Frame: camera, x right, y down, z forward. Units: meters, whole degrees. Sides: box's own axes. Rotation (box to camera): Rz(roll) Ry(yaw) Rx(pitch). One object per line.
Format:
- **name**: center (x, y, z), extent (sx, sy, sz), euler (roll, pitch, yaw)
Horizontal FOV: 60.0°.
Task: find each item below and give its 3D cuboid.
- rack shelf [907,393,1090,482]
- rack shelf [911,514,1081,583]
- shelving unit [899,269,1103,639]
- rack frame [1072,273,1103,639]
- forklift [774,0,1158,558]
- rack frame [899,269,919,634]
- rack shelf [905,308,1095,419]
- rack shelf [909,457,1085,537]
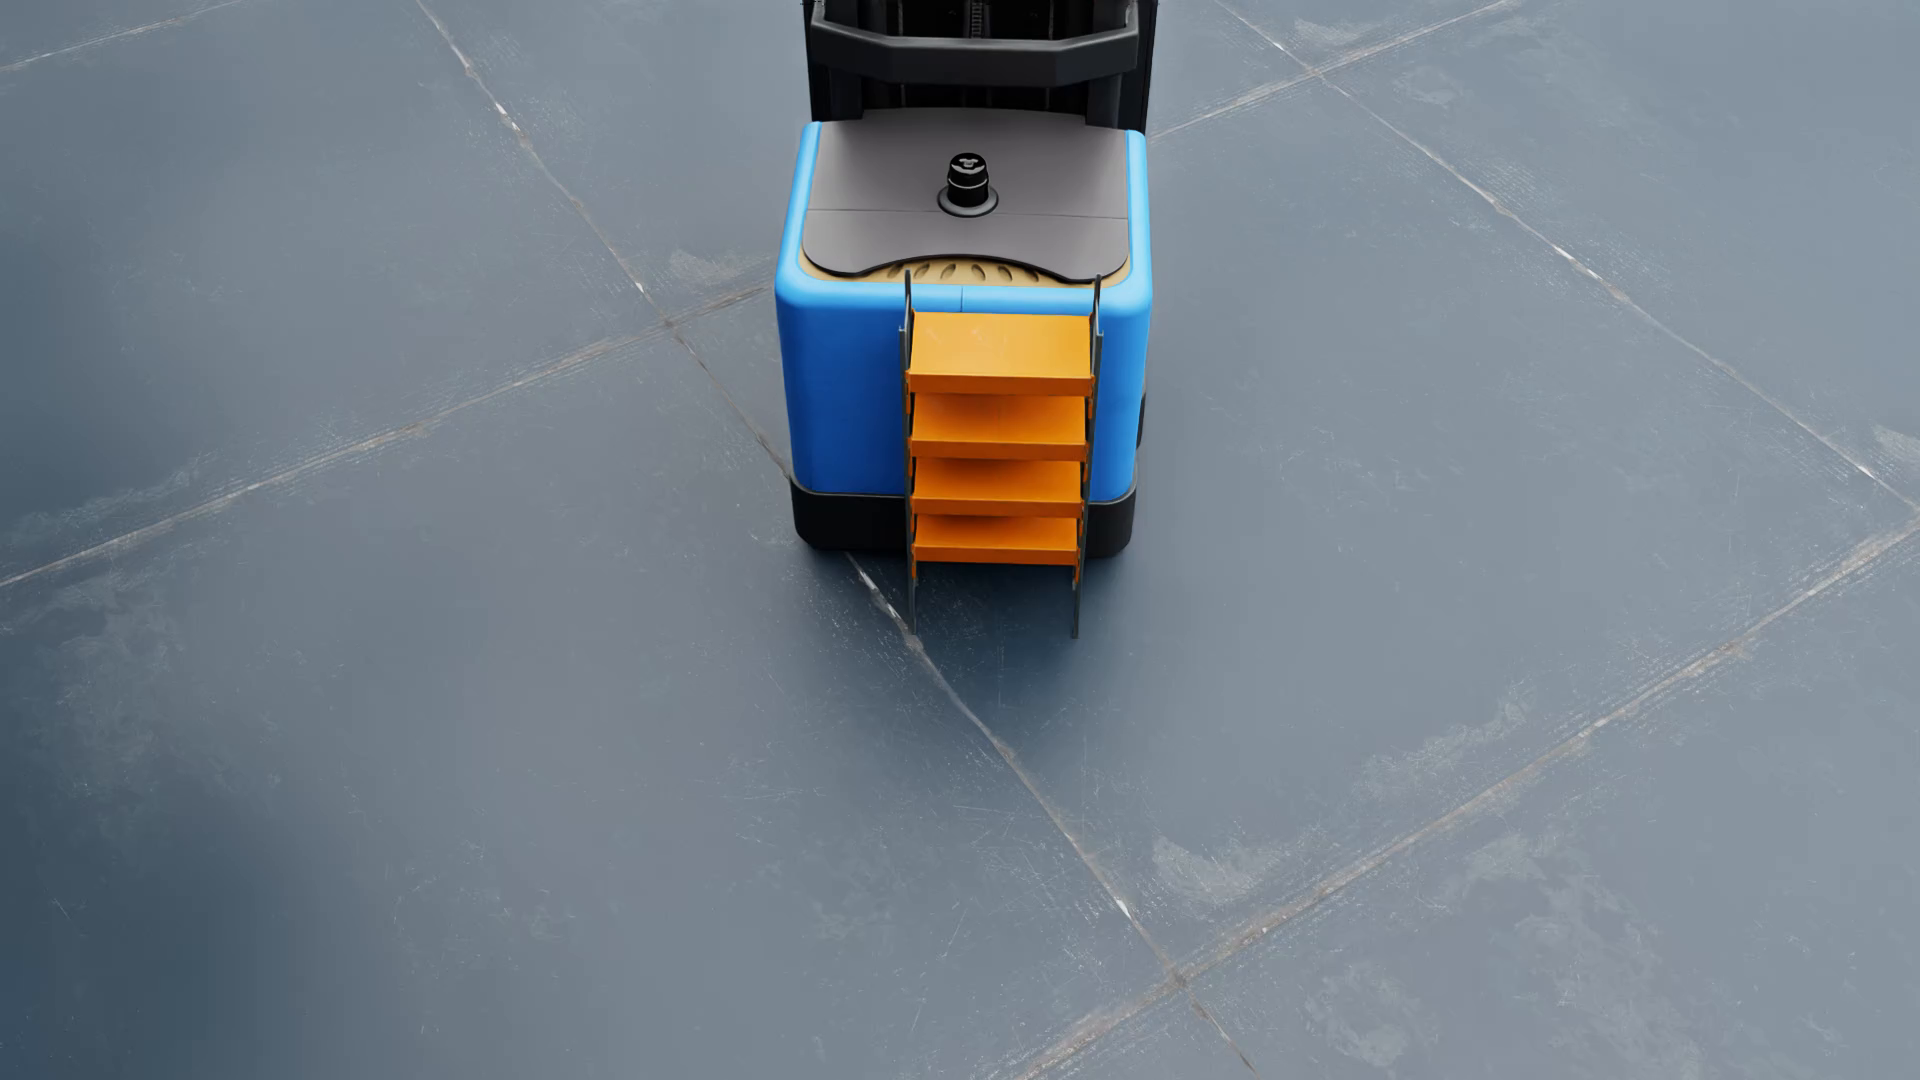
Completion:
- **rack shelf**: center (0.105, -0.304, 4.508), extent (0.480, 0.148, 0.258), euler (2, 48, 1)
- **rack shelf**: center (0.105, -0.023, 4.823), extent (0.480, 0.148, 0.258), euler (2, 48, 1)
- **shelving unit**: center (0.105, -0.200, 4.624), extent (0.503, 1.200, 0.258), euler (2, 48, 1)
- **rack frame**: center (0.349, -0.193, 4.618), extent (0.015, 1.200, 0.240), euler (2, 48, 1)
- **forklift**: center (0.073, -2.017, 5.083), extent (1.130, 2.935, 3.031), euler (2, 48, 2)
- **rack frame**: center (-0.139, -0.206, 4.630), extent (0.015, 1.200, 0.240), euler (2, 48, 1)
- **rack shelf**: center (0.105, -0.461, 4.331), extent (0.480, 0.148, 0.258), euler (2, 48, 1)
- **rack shelf**: center (0.105, -0.155, 4.675), extent (0.480, 0.148, 0.258), euler (2, 48, 1)
